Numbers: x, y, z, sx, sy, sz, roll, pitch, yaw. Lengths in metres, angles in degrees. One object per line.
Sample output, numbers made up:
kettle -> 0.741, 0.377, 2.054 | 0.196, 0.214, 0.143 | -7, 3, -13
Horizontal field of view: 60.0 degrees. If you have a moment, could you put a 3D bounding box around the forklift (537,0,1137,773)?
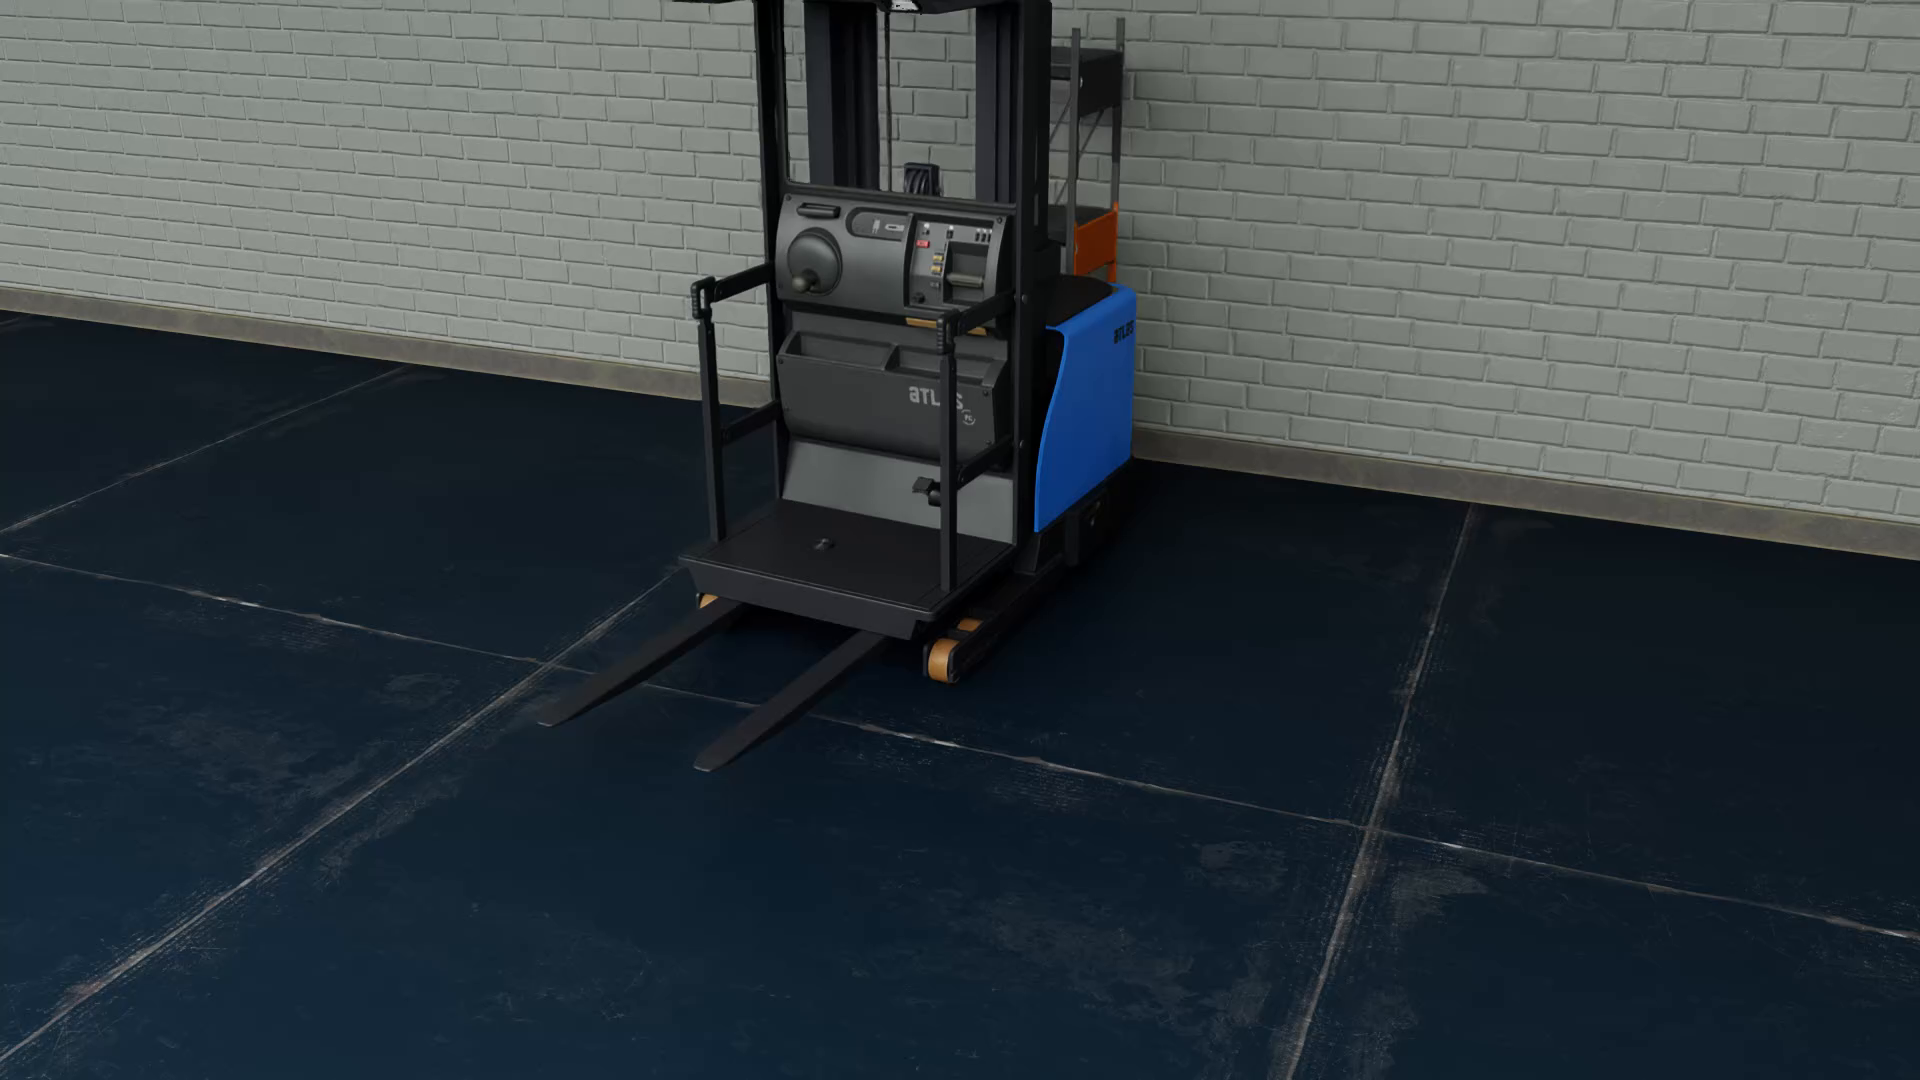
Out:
forklift -> -0.358, -1.028, 5.907 | 1.130, 2.935, 3.031 | 11, 25, 25

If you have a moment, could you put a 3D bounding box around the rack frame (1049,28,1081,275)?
rack frame -> 0.316, -1.176, 7.341 | 0.400, 2.100, 0.015 | 11, 25, 25

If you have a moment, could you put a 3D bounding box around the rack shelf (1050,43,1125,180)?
rack shelf -> 0.428, -1.893, 7.277 | 0.431, 0.518, 0.480 | 11, 25, 25

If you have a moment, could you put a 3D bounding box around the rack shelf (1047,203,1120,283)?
rack shelf -> 0.428, -1.247, 7.547 | 0.431, 0.518, 0.480 | 11, 25, 25

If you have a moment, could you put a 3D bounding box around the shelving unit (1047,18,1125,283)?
shelving unit -> 0.428, -1.260, 7.541 | 0.431, 2.100, 0.503 | 11, 25, 25

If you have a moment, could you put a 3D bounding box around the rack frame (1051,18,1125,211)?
rack frame -> 0.540, -1.343, 7.742 | 0.400, 2.100, 0.015 | 11, 25, 25
